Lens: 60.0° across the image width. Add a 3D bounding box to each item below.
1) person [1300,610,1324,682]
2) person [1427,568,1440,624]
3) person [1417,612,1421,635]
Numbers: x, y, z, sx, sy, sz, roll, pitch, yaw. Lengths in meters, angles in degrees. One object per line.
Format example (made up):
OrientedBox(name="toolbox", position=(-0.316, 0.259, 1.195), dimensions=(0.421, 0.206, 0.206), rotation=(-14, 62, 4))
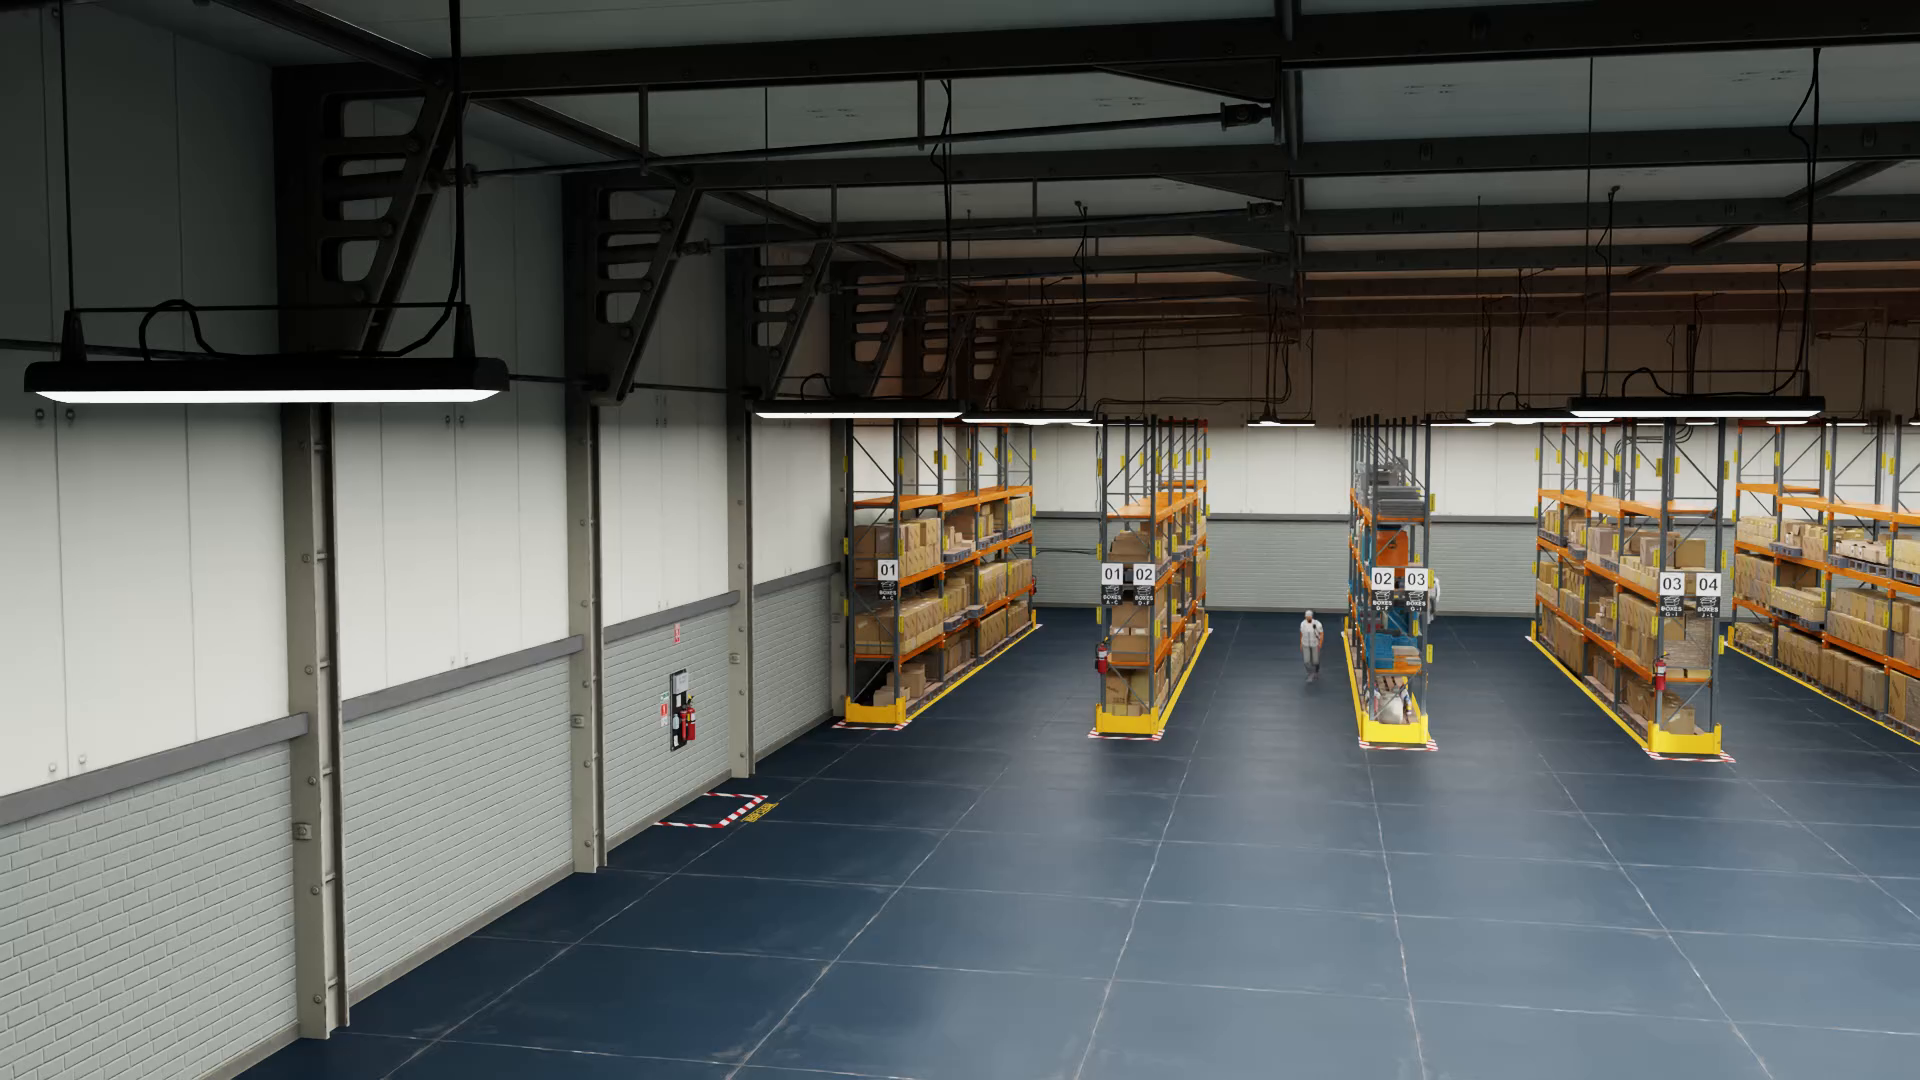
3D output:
OrientedBox(name="person", position=(7.999, 2.397, 37.778), dimensions=(0.539, 1.642, 0.623), rotation=(2, 4, 26))
OrientedBox(name="person", position=(13.872, 1.634, 48.922), dimensions=(0.473, 1.633, 0.852), rotation=(1, 4, 10))
OrientedBox(name="person", position=(12.766, 1.838, 46.341), dimensions=(0.466, 1.579, 0.717), rotation=(-1, 4, -12))
